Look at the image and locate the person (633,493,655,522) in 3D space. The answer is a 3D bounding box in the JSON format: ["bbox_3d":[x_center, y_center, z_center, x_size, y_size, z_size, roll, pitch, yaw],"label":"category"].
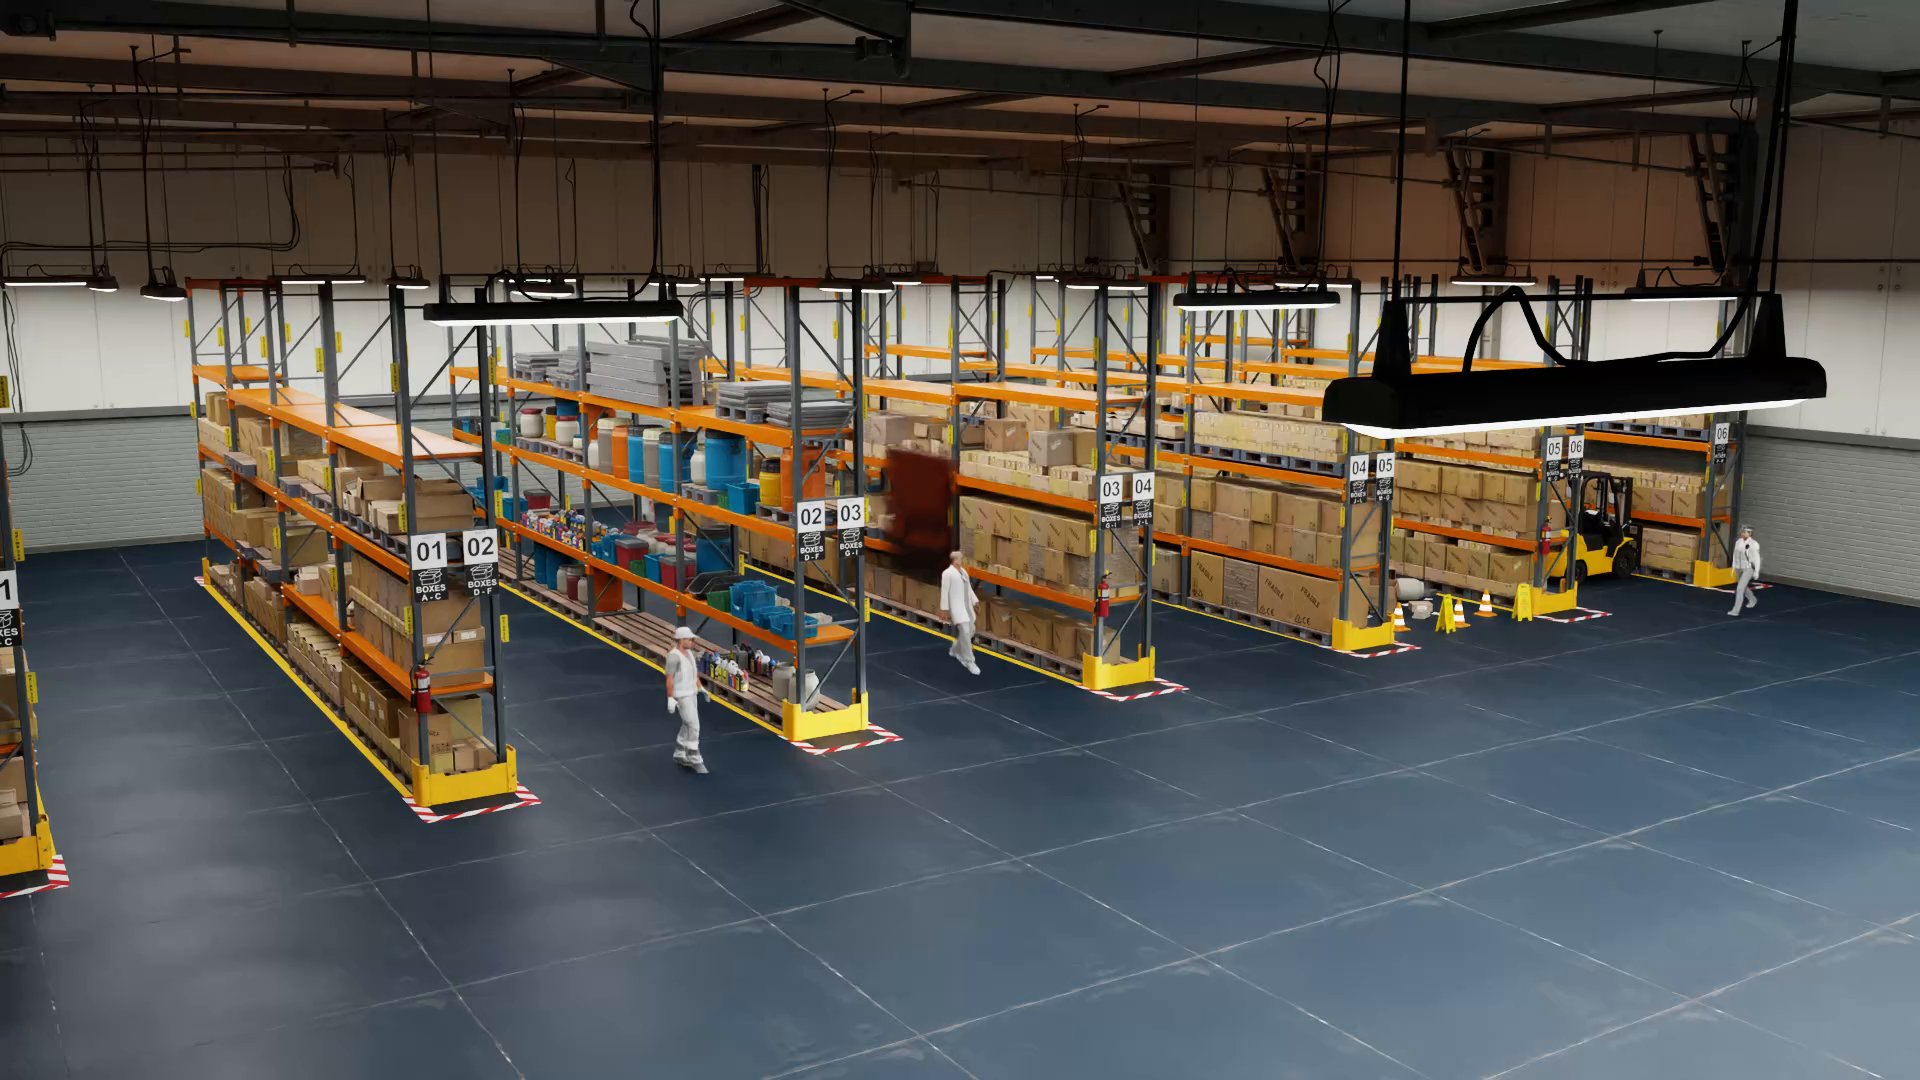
[{"bbox_3d":[-6.878,-0.538,36.220,0.498,1.669,0.502,0,10,-1],"label":"person"}]

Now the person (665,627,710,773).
[{"bbox_3d":[-3.376,2.002,20.861,0.586,1.837,0.565,3,10,15],"label":"person"}]

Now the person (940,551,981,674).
[{"bbox_3d":[0.080,1.080,25.278,0.745,1.812,0.617,7,12,34],"label":"person"}]

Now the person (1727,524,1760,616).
[{"bbox_3d":[14.165,0.515,29.943,0.970,1.638,0.486,-5,11,-29],"label":"person"}]
